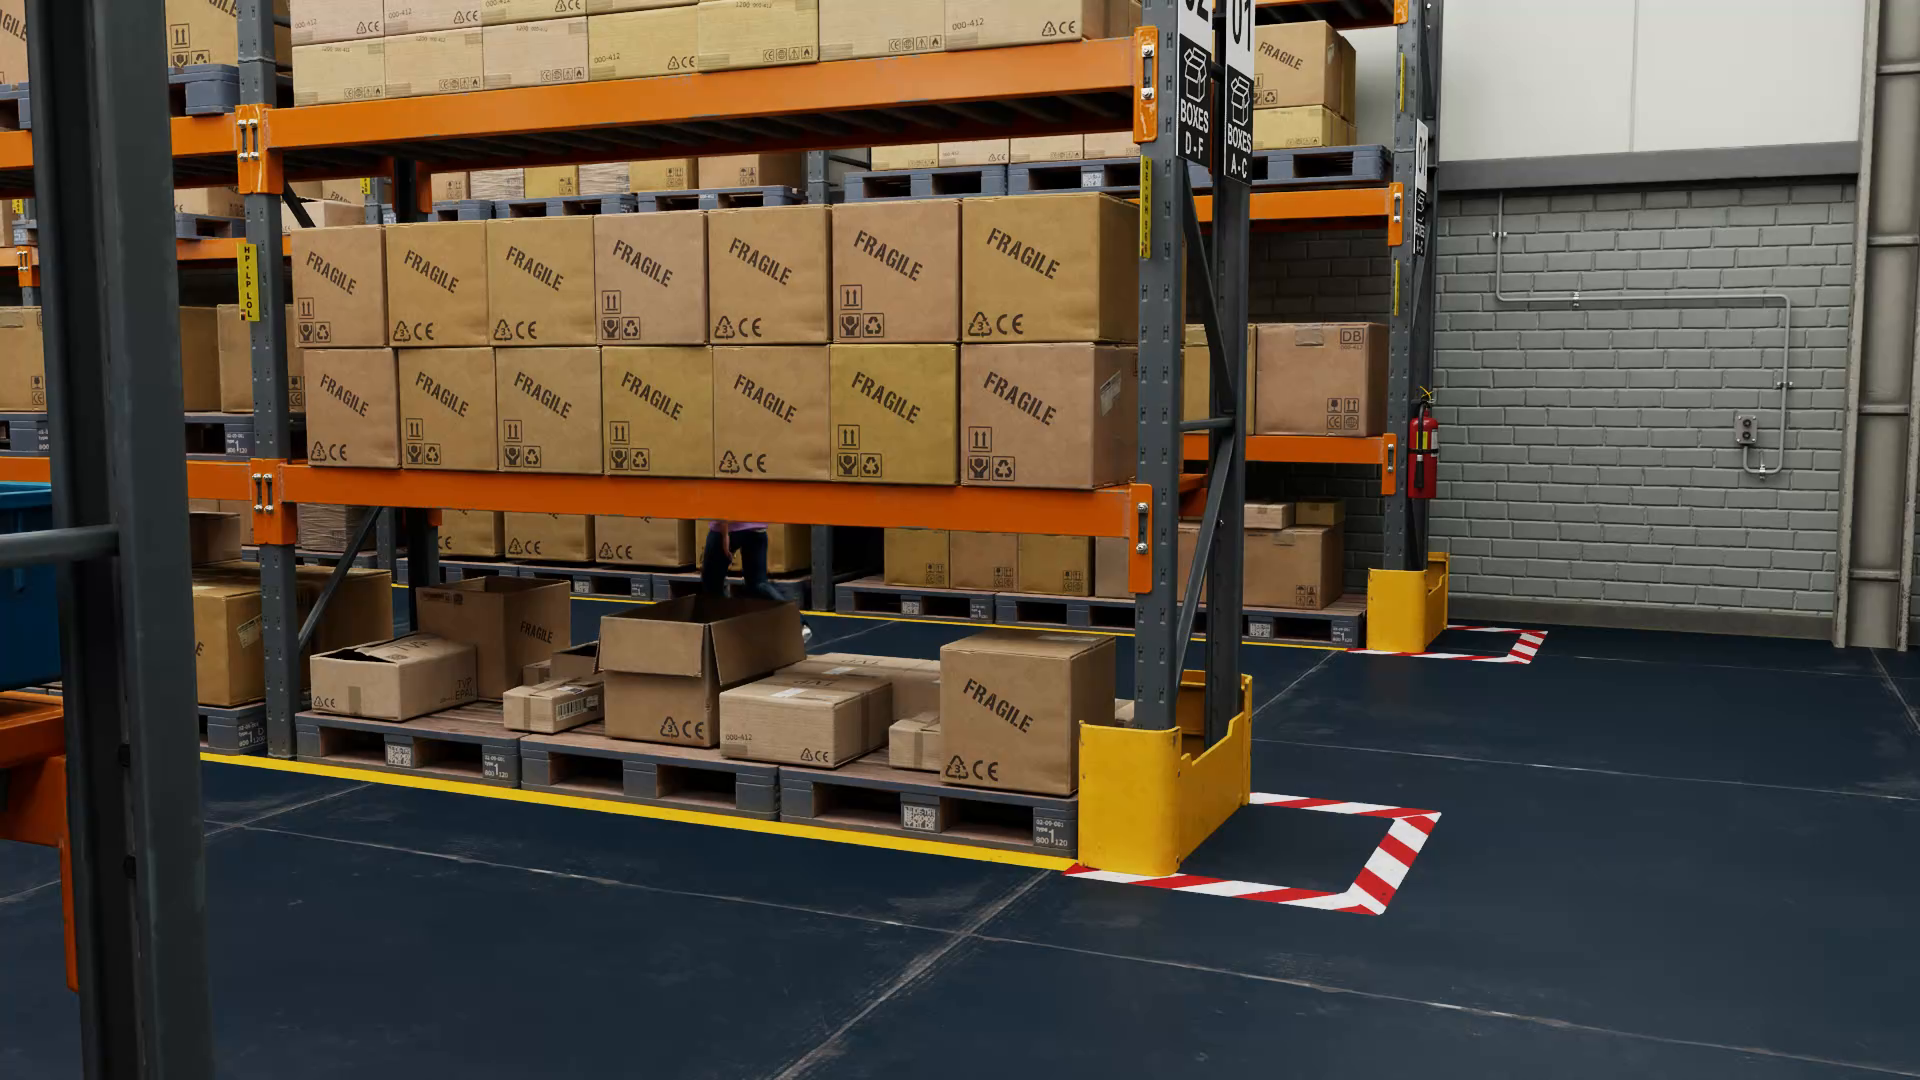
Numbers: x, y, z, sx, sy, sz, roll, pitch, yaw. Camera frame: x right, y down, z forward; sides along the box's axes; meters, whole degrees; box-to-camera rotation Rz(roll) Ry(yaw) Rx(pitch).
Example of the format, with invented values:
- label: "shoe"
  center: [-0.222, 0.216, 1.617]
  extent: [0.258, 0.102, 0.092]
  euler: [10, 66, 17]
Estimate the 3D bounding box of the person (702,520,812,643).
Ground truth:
- label: "person"
  center: [-1.225, -0.057, 9.472]
  extent: [0.859, 1.558, 0.406]
  euler: [5, 7, 39]
